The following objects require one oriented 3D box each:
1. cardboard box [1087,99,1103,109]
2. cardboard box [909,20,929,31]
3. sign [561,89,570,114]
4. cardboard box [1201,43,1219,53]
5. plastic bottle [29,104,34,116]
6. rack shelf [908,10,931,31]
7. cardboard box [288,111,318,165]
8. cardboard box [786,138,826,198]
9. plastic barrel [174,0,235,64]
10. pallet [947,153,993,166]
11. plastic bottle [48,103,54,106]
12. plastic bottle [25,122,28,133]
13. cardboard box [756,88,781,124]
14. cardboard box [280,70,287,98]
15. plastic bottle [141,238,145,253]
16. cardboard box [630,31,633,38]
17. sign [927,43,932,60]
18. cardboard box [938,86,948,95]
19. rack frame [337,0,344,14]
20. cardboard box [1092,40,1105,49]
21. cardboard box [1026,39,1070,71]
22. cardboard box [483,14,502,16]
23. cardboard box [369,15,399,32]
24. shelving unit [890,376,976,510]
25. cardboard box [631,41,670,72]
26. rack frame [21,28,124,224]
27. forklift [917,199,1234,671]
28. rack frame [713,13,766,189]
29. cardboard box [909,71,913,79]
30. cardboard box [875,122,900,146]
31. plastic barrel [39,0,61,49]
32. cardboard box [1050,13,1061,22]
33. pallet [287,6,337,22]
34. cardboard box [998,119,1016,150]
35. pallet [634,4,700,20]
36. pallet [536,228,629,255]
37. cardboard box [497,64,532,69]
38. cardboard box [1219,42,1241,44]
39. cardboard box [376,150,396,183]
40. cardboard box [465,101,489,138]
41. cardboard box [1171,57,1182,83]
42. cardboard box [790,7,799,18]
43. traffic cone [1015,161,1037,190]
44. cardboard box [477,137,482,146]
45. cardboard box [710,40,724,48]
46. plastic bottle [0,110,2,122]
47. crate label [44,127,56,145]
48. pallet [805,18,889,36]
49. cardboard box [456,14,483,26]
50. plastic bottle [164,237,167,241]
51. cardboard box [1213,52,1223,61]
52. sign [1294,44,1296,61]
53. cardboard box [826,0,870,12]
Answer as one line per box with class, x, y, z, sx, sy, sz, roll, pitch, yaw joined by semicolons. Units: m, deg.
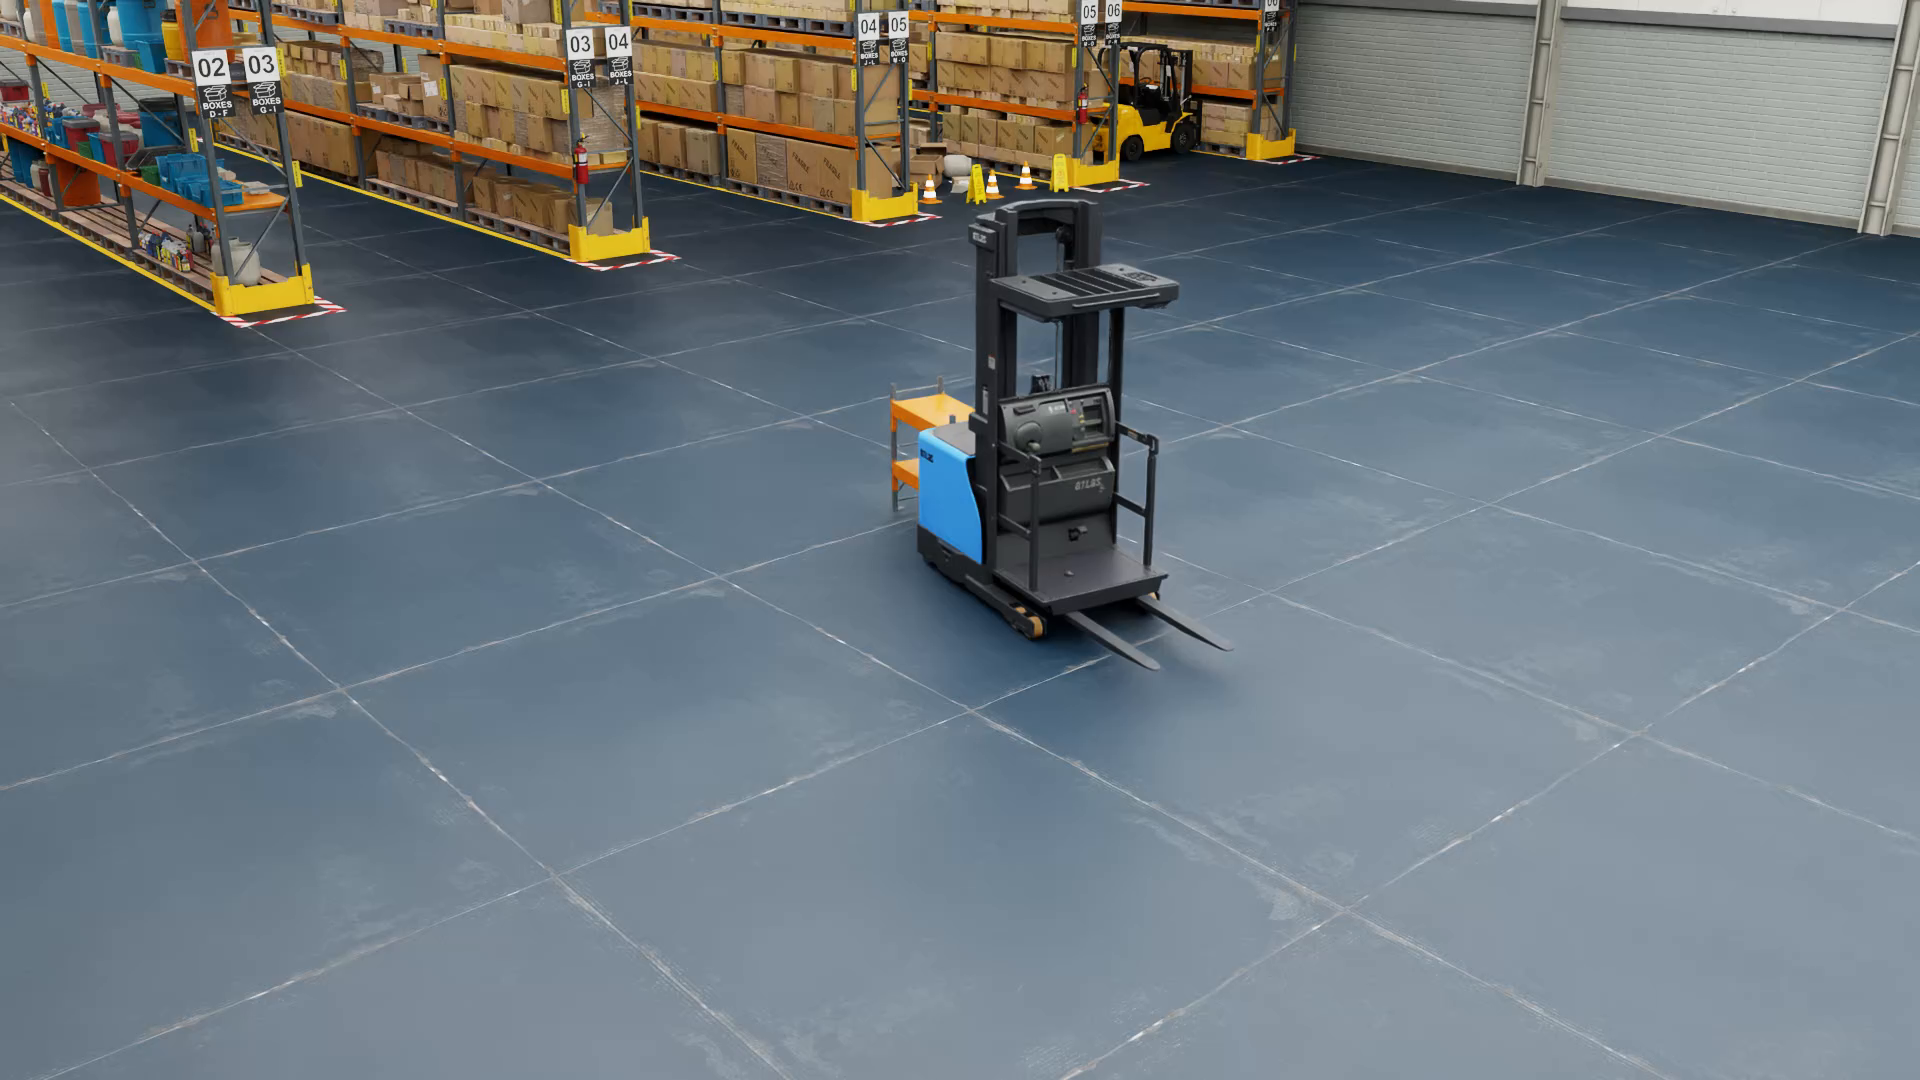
cardboard box;2.378;-7.937;30.206;0.380;0.149;0.250;-17;27;-37
cardboard box;-1.148;-12.321;40.342;0.700;0.500;0.500;-17;27;-37
sign;-5.499;-6.111;23.179;0.100;0.325;0.005;-17;27;-37
cardboard box;5.071;-9.888;33.408;0.380;0.149;0.250;-17;27;-36
plastic bottle;-16.230;-7.529;29.092;0.097;0.201;0.097;0;21;0
rack shelf;-1.474;-10.630;33.611;1.077;0.370;4.000;-17;27;-37
cardboard box;-11.881;-7.655;31.478;1.225;0.875;0.875;-19;28;-39
cardboard box;-2.310;-6.325;28.083;0.875;0.875;0.875;-18;28;-38
plastic barrel;-9.231;-6.269;20.325;0.600;0.830;0.708;-17;27;-37
pallet;0.297;-7.540;32.673;1.003;0.211;1.213;-17;27;-37
plastic bottle;-15.580;-7.358;28.553;0.152;0.276;0.135;-17;27;-37
plastic bottle;-15.156;-6.735;27.065;0.097;0.201;0.097;0;21;0
cardboard box;-2.963;-7.457;28.429;0.875;0.550;0.550;-17;27;-37
cardboard box;-12.787;-8.727;31.742;0.500;0.500;0.500;-17;27;-37
plastic bottle;-11.486;-4.159;23.450;0.097;0.201;0.097;0;21;0
cardboard box;-7.906;-12.177;40.550;0.500;0.500;0.500;-18;27;-38
sign;-0.587;-9.422;32.065;0.100;0.325;0.005;-17;27;-37
cardboard box;-0.206;-8.736;32.245;0.380;0.149;0.250;-18;27;-38
rack frame;-10.287;-10.555;28.321;1.000;3.000;0.127;-17;27;-37
cardboard box;3.016;-10.656;35.776;0.380;0.149;0.250;-18;28;-38
cardboard box;1.619;-8.792;30.129;0.700;0.500;0.500;-17;27;-37
cardboard box;-7.140;-8.053;25.703;0.380;0.149;0.250;-17;27;-37
cardboard box;-9.495;-8.617;27.690;0.500;0.250;0.500;-17;27;-36
shelving unit;-0.113;-0.671;13.882;0.538;1.125;1.048;-12;24;-28
cardboard box;-5.847;-9.161;31.479;0.700;0.500;0.500;-18;28;-38
rack frame;-14.039;-6.583;26.404;1.000;3.000;0.127;-17;27;-37
forklift;0.820;-0.844;11.845;1.130;2.935;3.031;-12;24;-27
rack frame;-3.852;-7.810;29.536;1.000;3.000;0.127;-17;27;-37
cardboard box;-0.872;-9.248;32.977;0.380;0.149;0.250;-18;28;-39
cardboard box;-1.497;-7.773;31.831;0.500;0.500;0.500;-17;27;-37
plastic barrel;-13.241;-7.720;24.606;0.600;0.830;0.708;-17;27;-37
cardboard box;1.811;-9.283;29.531;0.380;0.149;0.250;-17;27;-37
pallet;-11.480;-9.544;30.111;1.003;0.211;1.213;-16;26;-35
cardboard box;1.055;-7.619;31.216;0.500;0.500;0.500;-18;28;-39
pallet;-5.271;-9.750;30.636;1.003;0.211;1.213;-16;26;-35
pallet;-5.618;-4.507;24.928;1.003;0.211;1.213;-17;27;-37
cardboard box;-6.846;-7.111;25.836;0.500;0.500;0.500;-17;27;-37
cardboard box;5.474;-10.013;33.727;0.380;0.149;0.250;-16;27;-36
cardboard box;-9.834;-6.623;29.330;0.700;0.500;0.500;-19;28;-40
cardboard box;-7.129;-6.556;25.791;0.875;0.500;0.500;-17;27;-37
cardboard box;4.677;-9.637;34.064;0.500;0.500;0.500;-17;27;-37
cardboard box;-2.544;-8.589;27.044;0.380;0.149;0.250;-17;27;-37
traffic cone;1.185;-6.541;29.777;0.336;0.463;0.334;-17;27;-37
cardboard box;-7.256;-6.207;25.790;0.380;0.149;0.250;-17;27;-37
cardboard box;-5.317;-11.200;37.714;0.500;0.250;0.500;-18;28;-39
plastic bottle;-16.279;-7.210;28.279;0.097;0.201;0.097;0;21;0
crate label;-14.048;-6.299;25.910;0.303;0.233;0.416;-17;27;-37
pallet;-1.734;-8.262;26.701;1.003;0.211;1.213;-17;27;-37
cardboard box;-7.472;-7.949;25.438;0.380;0.149;0.250;-19;28;-40
plastic bottle;-11.030;-4.079;23.149;0.097;0.271;0.097;0;21;0
cardboard box;5.296;-9.692;33.316;0.380;0.149;0.250;-18;27;-38
sign;6.625;-9.664;32.975;0.100;0.325;0.005;-17;27;-37
cardboard box;-1.773;-8.481;26.221;0.500;0.250;0.500;-17;27;-37
